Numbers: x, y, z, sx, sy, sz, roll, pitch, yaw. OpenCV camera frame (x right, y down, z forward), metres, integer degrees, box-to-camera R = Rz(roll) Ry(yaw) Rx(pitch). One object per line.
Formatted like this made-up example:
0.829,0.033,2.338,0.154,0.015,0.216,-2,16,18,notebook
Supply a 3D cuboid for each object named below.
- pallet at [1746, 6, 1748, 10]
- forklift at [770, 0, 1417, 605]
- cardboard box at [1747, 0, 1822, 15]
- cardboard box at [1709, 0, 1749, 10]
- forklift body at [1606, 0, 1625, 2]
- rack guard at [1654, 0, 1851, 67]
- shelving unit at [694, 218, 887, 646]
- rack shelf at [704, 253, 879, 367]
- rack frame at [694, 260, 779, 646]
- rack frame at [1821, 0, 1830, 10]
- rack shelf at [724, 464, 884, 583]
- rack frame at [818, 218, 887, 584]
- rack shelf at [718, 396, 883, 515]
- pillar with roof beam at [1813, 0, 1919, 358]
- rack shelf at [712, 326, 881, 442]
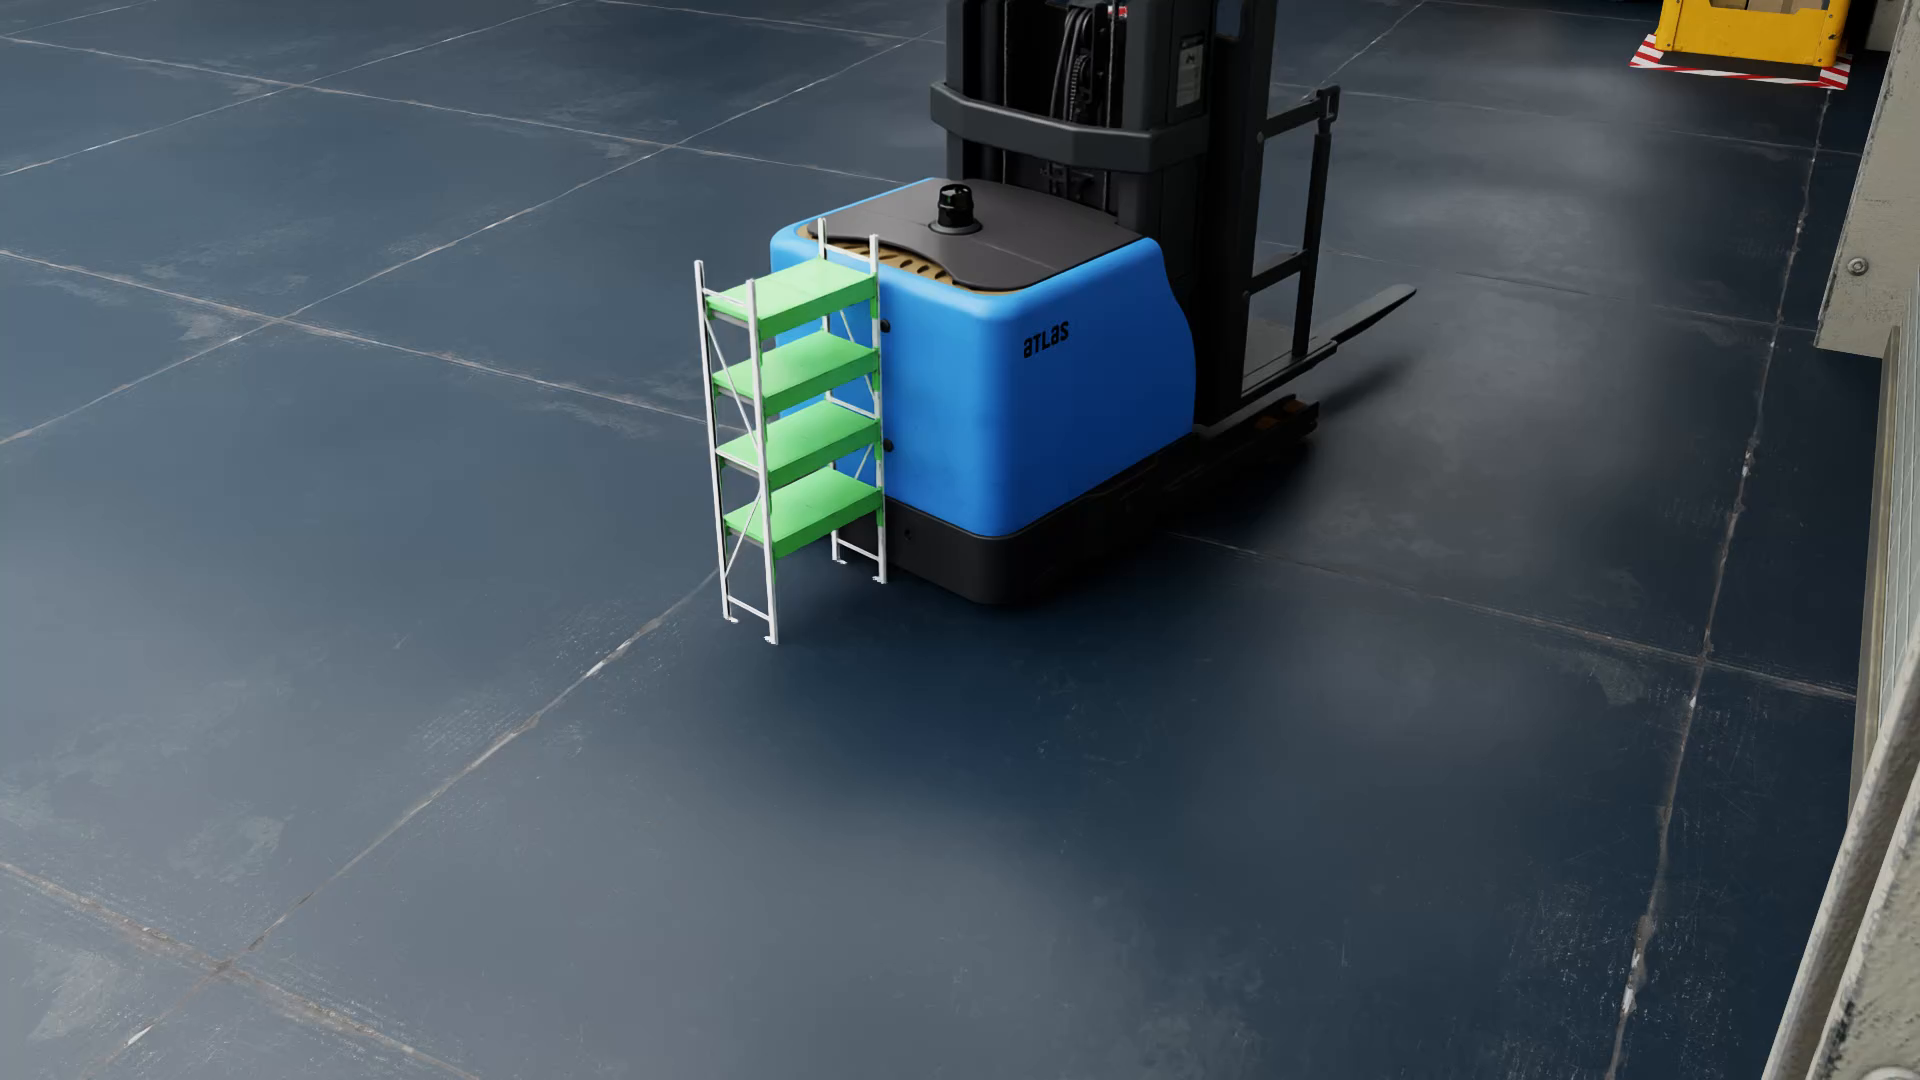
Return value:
5.852,-3.886,12.305,1.003,0.211,1.213,14,33,23,pallet
0.728,-1.718,5.799,1.130,2.935,3.031,24,38,35,forklift
5.939,-3.910,11.886,0.500,0.250,0.500,14,33,23,cardboard box
5.473,-4.016,12.072,0.500,0.250,0.500,15,33,24,cardboard box
4.780,-5.633,13.400,2.313,2.155,1.214,14,33,23,forklift body
5.530,-3.652,11.608,1.175,0.500,0.348,14,33,23,rack guard
-0.498,-0.324,5.110,0.258,1.200,0.503,24,38,35,shelving unit
-0.498,-0.685,4.903,0.258,0.148,0.480,24,38,35,rack shelf
-0.660,-0.233,4.952,0.240,1.200,0.015,24,38,35,rack frame
5.541,-4.747,11.004,1.000,3.000,0.127,14,33,23,rack frame
-0.498,-0.061,5.261,0.258,0.148,0.480,24,38,35,rack shelf
-0.336,-0.415,5.268,0.240,1.200,0.015,24,38,35,rack frame
-0.498,-0.269,5.142,0.258,0.148,0.480,24,38,35,rack shelf
0.095,-5.769,6.760,9.100,9.000,0.400,14,33,23,pillar with roof beam
-0.498,-0.477,5.022,0.258,0.148,0.480,24,38,35,rack shelf
